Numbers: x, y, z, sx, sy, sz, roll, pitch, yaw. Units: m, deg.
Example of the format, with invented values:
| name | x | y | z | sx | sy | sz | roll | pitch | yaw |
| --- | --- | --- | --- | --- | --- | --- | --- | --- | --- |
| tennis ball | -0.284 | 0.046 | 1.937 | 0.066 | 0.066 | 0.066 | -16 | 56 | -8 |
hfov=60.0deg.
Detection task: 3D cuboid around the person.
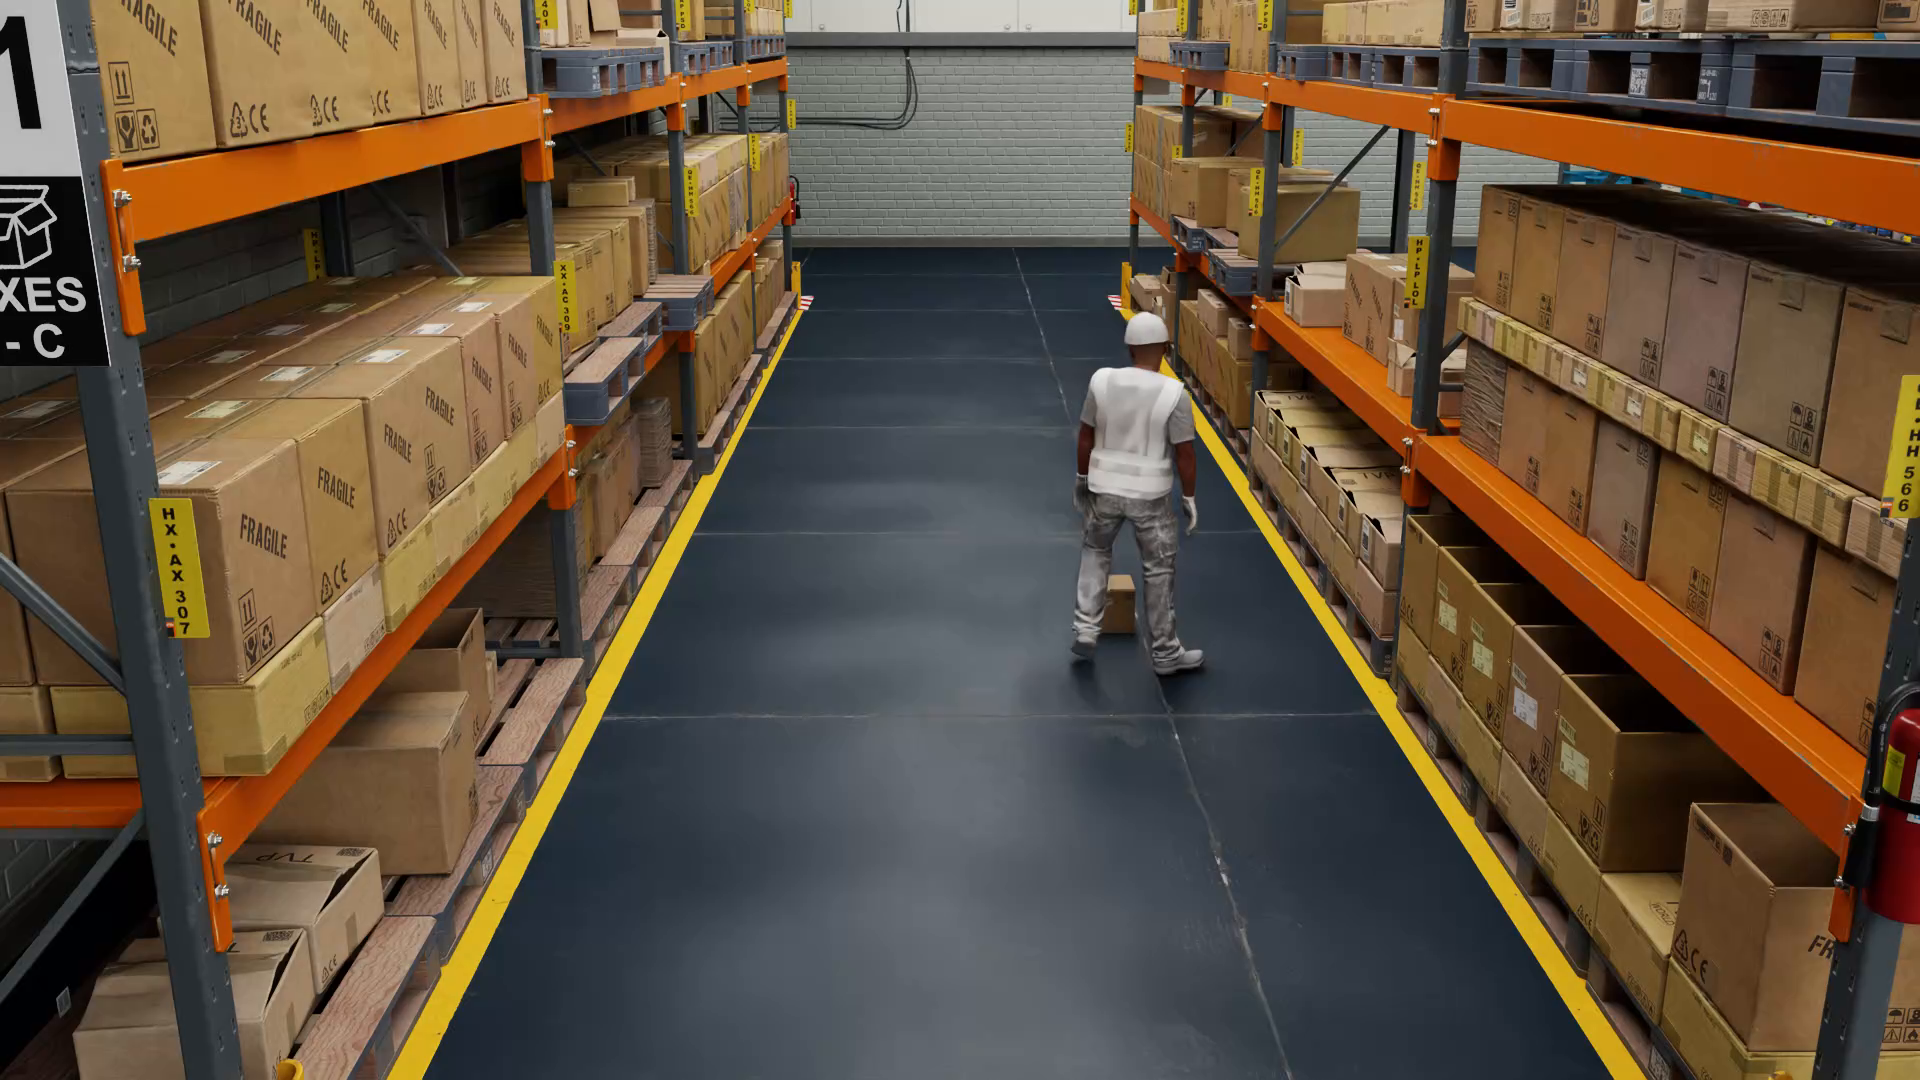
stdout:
| name | x | y | z | sx | sy | sz | roll | pitch | yaw |
| --- | --- | --- | --- | --- | --- | --- | --- | --- | --- |
| person | 0.875 | -0.217 | 8.199 | 0.684 | 1.800 | 0.411 | 8 | 19 | 25 |
